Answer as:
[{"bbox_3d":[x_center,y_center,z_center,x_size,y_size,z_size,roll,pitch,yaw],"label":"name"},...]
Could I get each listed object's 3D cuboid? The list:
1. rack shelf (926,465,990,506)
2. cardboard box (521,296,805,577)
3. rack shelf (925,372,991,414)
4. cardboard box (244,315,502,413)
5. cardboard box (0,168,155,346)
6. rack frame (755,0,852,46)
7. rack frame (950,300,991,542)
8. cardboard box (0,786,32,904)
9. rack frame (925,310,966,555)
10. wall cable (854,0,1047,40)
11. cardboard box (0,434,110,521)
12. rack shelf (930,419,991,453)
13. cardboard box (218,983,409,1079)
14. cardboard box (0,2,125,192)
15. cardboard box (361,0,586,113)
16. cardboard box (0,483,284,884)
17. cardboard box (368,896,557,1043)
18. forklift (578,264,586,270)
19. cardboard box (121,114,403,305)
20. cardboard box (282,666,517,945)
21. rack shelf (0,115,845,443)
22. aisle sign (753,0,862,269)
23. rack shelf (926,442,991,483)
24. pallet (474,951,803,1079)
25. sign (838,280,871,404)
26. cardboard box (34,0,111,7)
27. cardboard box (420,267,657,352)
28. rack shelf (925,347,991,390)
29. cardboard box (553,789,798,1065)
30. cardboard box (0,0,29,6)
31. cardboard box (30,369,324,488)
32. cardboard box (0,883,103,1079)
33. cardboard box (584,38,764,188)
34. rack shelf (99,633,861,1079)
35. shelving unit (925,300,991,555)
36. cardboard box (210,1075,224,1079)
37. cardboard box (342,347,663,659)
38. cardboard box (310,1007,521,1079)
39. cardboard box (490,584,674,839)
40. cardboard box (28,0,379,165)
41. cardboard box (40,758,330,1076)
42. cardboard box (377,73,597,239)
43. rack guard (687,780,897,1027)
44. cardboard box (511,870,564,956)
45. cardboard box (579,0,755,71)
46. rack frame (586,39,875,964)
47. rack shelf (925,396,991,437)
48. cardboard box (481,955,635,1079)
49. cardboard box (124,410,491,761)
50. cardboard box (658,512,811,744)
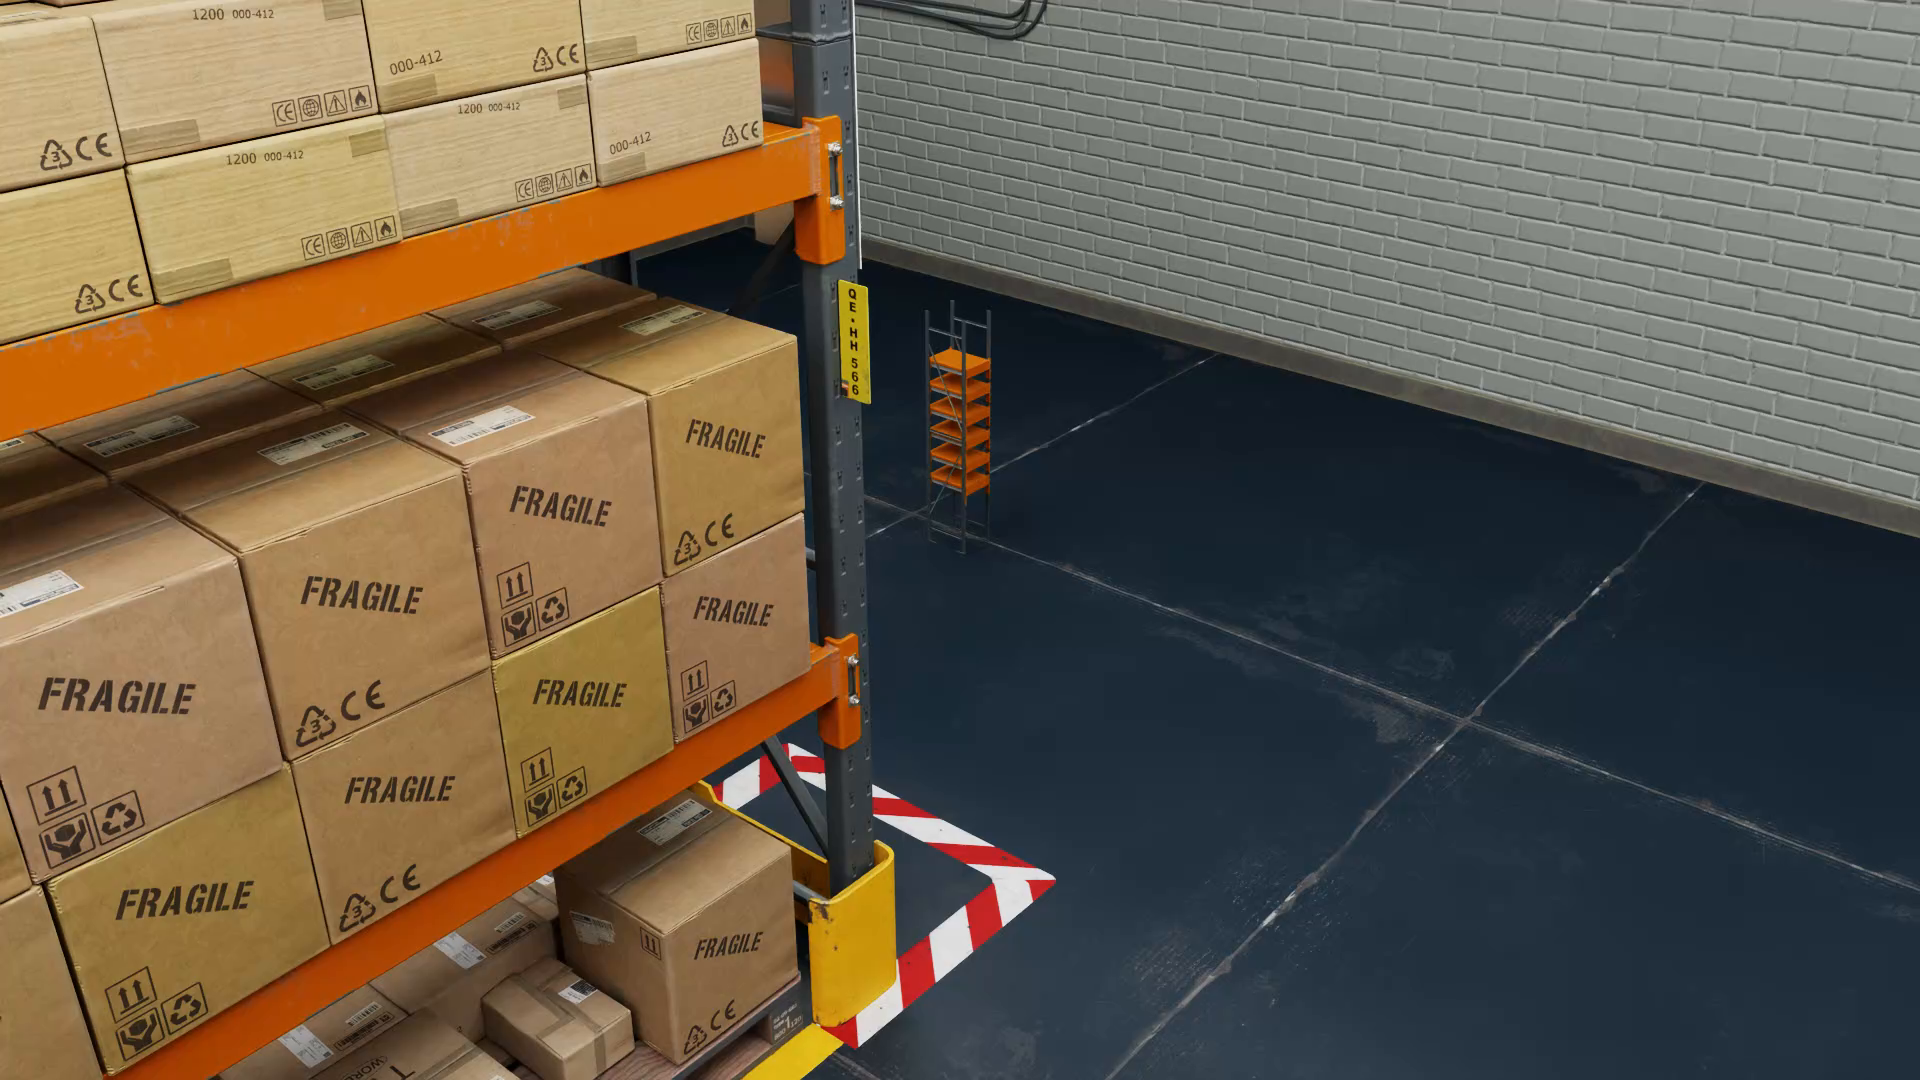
[{"bbox_3d":[-0.009,-0.275,8.095,0.258,0.103,0.180,21,34,34],"label":"rack shelf"},{"bbox_3d":[-0.764,-0.285,4.340,0.500,0.500,0.500,20,34,34],"label":"cardboard box"},{"bbox_3d":[-0.009,-0.701,7.875,0.258,0.103,0.180,21,34,34],"label":"rack shelf"},{"bbox_3d":[-1.506,-0.256,4.283,0.500,0.500,0.500,21,34,35],"label":"cardboard box"},{"bbox_3d":[-1.782,-0.514,2.877,0.500,0.250,0.500,21,34,34],"label":"cardboard box"},{"bbox_3d":[-0.694,-2.700,3.675,1.000,3.000,0.127,21,34,34],"label":"rack frame"},{"bbox_3d":[0.049,-0.560,8.027,0.240,1.200,0.006,21,34,34],"label":"rack frame"},{"bbox_3d":[-2.066,0.445,2.929,0.500,0.500,0.500,20,33,33],"label":"cardboard box"},{"bbox_3d":[-0.067,-0.495,7.902,0.240,1.200,0.006,21,34,34],"label":"rack frame"},{"bbox_3d":[-0.645,-4.668,10.859,3.097,2.526,0.112,21,34,34],"label":"wall cable"},{"bbox_3d":[-2.150,0.101,3.594,0.500,0.500,0.500,20,34,34],"label":"cardboard box"},{"bbox_3d":[-0.009,-0.488,7.985,0.258,0.103,0.180,21,34,34],"label":"rack shelf"},{"bbox_3d":[-1.894,1.455,4.686,0.500,0.250,0.500,21,34,34],"label":"cardboard box"},{"bbox_3d":[-1.775,-0.733,2.758,0.500,0.250,0.500,21,34,34],"label":"cardboard box"},{"bbox_3d":[-1.141,-1.089,3.445,0.500,0.250,0.500,21,34,34],"label":"cardboard box"},{"bbox_3d":[-1.738,0.261,3.283,0.500,0.500,0.500,22,35,36],"label":"cardboard box"},{"bbox_3d":[-1.576,1.278,5.029,0.500,0.250,0.500,21,34,34],"label":"cardboard box"},{"bbox_3d":[-2.009,-0.417,5.866,1.130,2.935,3.031,19,33,33],"label":"forklift"},{"bbox_3d":[-1.451,-0.686,3.211,0.500,0.250,0.500,21,34,34],"label":"cardboard box"},{"bbox_3d":[-1.417,0.519,3.873,0.500,0.500,0.500,21,34,35],"label":"cardboard box"},{"bbox_3d":[-1.966,-0.339,3.159,1.077,0.370,4.000,21,34,34],"label":"rack shelf"},{"bbox_3d":[-0.414,-1.124,4.330,0.394,0.787,0.004,21,34,34],"label":"aisle sign"},{"bbox_3d":[-0.009,-0.382,8.040,0.258,0.103,0.180,21,34,34],"label":"rack shelf"},{"bbox_3d":[-1.248,1.514,5.095,1.003,0.211,1.213,21,34,34],"label":"pallet"},{"bbox_3d":[-0.278,-0.520,4.387,0.100,0.325,0.005,21,34,34],"label":"sign"},{"bbox_3d":[-1.626,-1.308,3.052,0.700,0.500,0.500,21,34,34],"label":"cardboard box"},{"bbox_3d":[-1.179,-0.443,4.645,0.500,0.500,0.500,22,35,36],"label":"cardboard box"},{"bbox_3d":[-0.009,-0.808,7.819,0.258,0.103,0.180,21,34,34],"label":"rack shelf"},{"bbox_3d":[-0.849,1.145,5.015,0.500,0.500,0.500,21,34,34],"label":"cardboard box"},{"bbox_3d":[-2.017,-1.158,2.762,0.700,0.500,0.500,21,34,34],"label":"cardboard box"},{"bbox_3d":[-1.828,-0.080,3.943,0.500,0.500,0.500,21,34,35],"label":"cardboard box"},{"bbox_3d":[-2.060,0.879,3.178,0.500,0.500,0.500,21,34,34],"label":"cardboard box"},{"bbox_3d":[-0.817,-1.041,3.897,0.500,0.250,0.500,21,34,34],"label":"cardboard box"},{"bbox_3d":[-1.966,0.994,3.848,1.077,0.370,4.000,21,34,34],"label":"rack shelf"},{"bbox_3d":[-0.009,-0.528,7.964,0.258,1.200,0.189,21,34,34],"label":"shelving unit"},{"bbox_3d":[-2.047,1.629,4.075,0.797,0.503,0.637,21,34,34],"label":"cardboard box"},{"bbox_3d":[-1.085,-0.106,3.993,0.500,0.500,0.500,22,34,36],"label":"cardboard box"},{"bbox_3d":[-1.477,1.584,4.438,0.500,0.250,0.500,21,34,34],"label":"cardboard box"},{"bbox_3d":[-1.096,0.344,4.212,0.500,0.500,0.500,21,34,35],"label":"cardboard box"},{"bbox_3d":[-1.462,-0.913,3.104,0.500,0.250,0.500,21,34,34],"label":"cardboard box"},{"bbox_3d":[-1.738,0.698,3.528,0.500,0.500,0.500,20,34,34],"label":"cardboard box"},{"bbox_3d":[-1.143,-0.867,3.561,0.500,0.250,0.500,21,34,34],"label":"cardboard box"},{"bbox_3d":[-0.742,1.102,5.575,1.175,0.500,0.348,21,34,34],"label":"rack guard"},{"bbox_3d":[-1.384,1.165,5.339,0.380,0.166,0.250,21,34,34],"label":"cardboard box"},{"bbox_3d":[-0.824,-1.266,3.787,0.500,0.250,0.500,21,34,34],"label":"cardboard box"},{"bbox_3d":[-0.694,-0.035,5.053,1.000,3.000,0.127,21,34,34],"label":"rack frame"},{"bbox_3d":[-0.009,-0.595,7.930,0.258,0.103,0.180,21,34,34],"label":"rack shelf"},{"bbox_3d":[-1.176,1.410,4.865,0.380,0.166,0.250,21,34,34],"label":"cardboard box"},{"bbox_3d":[-1.411,0.079,3.635,0.500,0.500,0.500,22,34,36],"label":"cardboard box"},{"bbox_3d":[-0.768,0.159,4.569,0.500,0.500,0.500,22,35,36],"label":"cardboard box"}]
